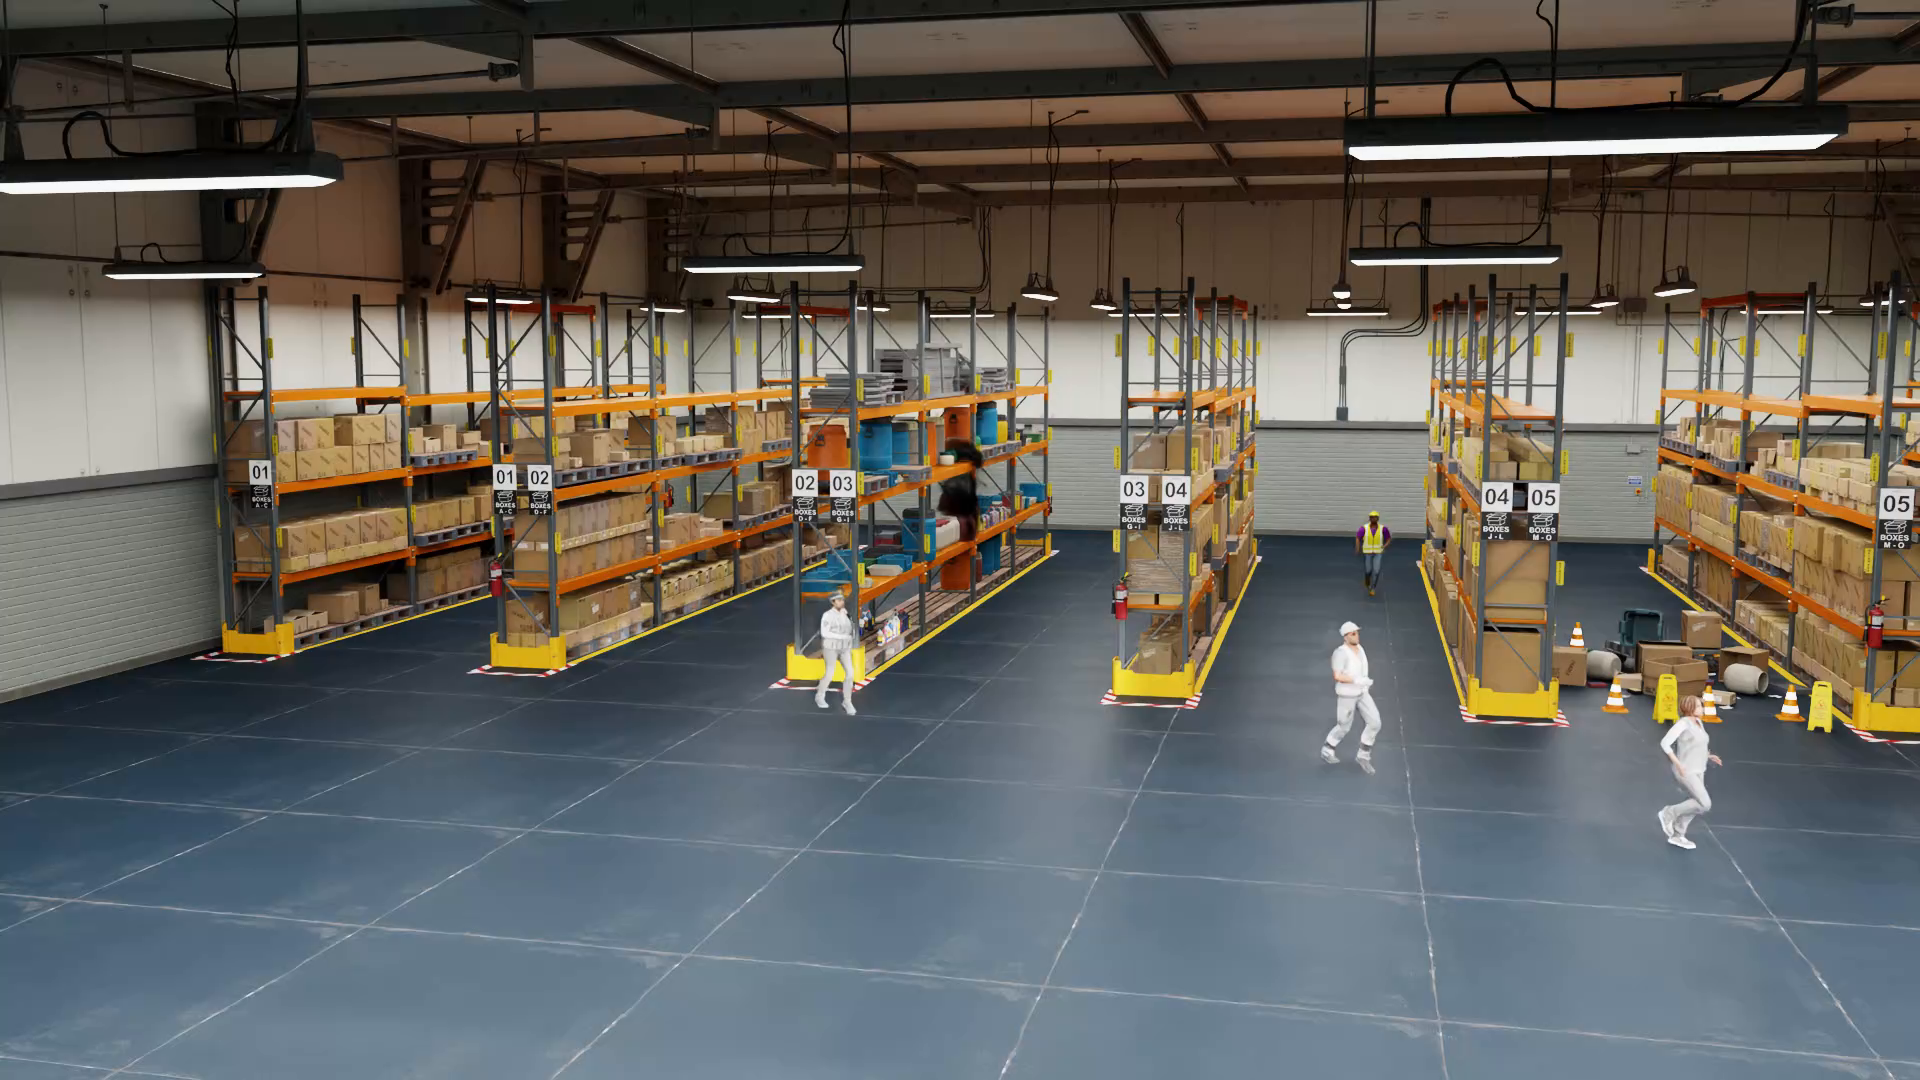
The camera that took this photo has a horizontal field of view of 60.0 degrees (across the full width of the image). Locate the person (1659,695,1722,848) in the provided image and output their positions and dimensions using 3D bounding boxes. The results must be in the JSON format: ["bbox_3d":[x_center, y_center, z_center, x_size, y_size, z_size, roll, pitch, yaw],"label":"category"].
[{"bbox_3d":[7.328,2.327,16.655,0.534,1.558,0.537,-6,9,-43],"label":"person"}]

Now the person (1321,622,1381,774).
[{"bbox_3d":[4.660,1.866,19.767,0.664,1.808,0.761,-5,8,-36],"label":"person"}]

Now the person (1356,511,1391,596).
[{"bbox_3d":[8.434,0.262,33.939,0.708,1.723,0.585,1,7,12],"label":"person"}]

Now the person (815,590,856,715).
[{"bbox_3d":[-1.701,1.543,22.924,0.623,1.758,0.752,-6,9,-44],"label":"person"}]
